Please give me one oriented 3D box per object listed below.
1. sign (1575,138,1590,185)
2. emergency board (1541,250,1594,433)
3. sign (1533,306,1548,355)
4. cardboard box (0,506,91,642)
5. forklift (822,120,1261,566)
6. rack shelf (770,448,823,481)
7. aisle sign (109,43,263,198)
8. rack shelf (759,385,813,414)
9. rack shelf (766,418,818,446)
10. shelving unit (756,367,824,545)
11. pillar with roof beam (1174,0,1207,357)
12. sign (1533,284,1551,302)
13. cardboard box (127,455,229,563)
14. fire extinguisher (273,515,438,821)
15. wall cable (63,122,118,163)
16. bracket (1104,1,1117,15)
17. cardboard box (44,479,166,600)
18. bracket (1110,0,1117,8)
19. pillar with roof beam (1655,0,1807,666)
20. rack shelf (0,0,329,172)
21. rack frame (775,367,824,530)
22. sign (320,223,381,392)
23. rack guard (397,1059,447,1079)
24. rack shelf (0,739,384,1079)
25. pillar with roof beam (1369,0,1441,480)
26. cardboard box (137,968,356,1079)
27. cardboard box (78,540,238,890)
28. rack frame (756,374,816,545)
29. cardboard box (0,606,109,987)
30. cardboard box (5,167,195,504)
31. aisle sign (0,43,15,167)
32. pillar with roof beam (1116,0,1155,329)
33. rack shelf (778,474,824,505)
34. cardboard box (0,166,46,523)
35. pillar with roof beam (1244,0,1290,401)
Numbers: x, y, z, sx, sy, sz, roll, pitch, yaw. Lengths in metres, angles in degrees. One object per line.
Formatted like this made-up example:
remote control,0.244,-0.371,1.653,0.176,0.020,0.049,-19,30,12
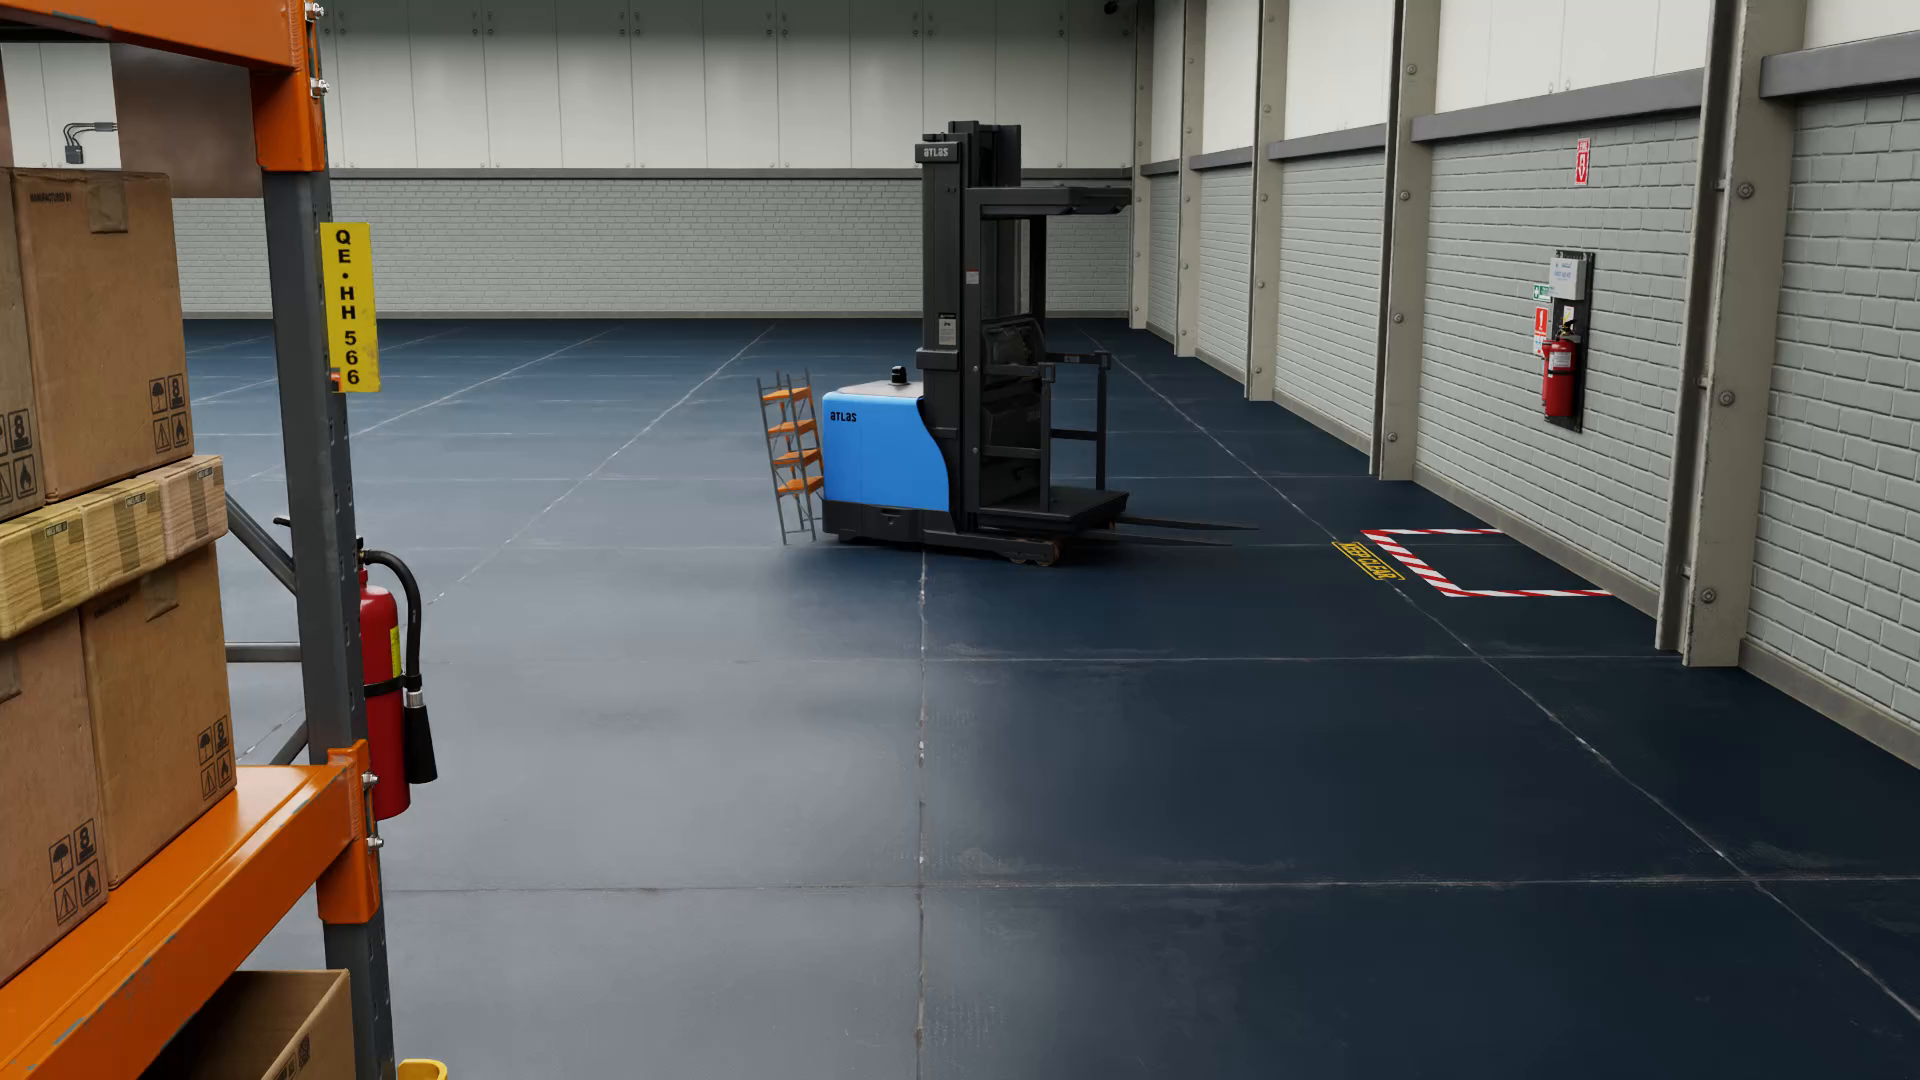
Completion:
sign,4.070,-2.473,10.873,0.001,0.298,0.199,0,11,-1
emergency board,3.970,-1.335,11.094,0.194,1.169,0.643,0,11,-1
sign,4.062,-1.463,11.634,0.001,0.329,0.234,0,11,-1
cardboard box,-1.514,0.046,2.405,0.380,0.149,0.250,0,11,-2
forklift,0.556,-1.381,11.492,3.031,2.935,1.130,6,13,26
rack shelf,-1.176,-0.547,11.998,0.258,0.148,0.480,-6,10,11
aisle sign,-1.432,-1.053,3.169,0.394,0.787,0.004,0,11,-1
rack shelf,-1.241,-0.995,11.919,0.258,0.148,0.480,-6,10,11
rack shelf,-1.207,-0.765,11.960,0.258,0.148,0.480,-6,10,11
shelving unit,-1.185,-0.612,11.986,0.258,1.200,0.503,-6,10,11
pillar with roof beam,-0.693,-7.344,25.625,9.100,9.000,0.400,0,11,-1
sign,4.053,-1.721,11.577,0.001,0.109,0.331,0,11,-1
cardboard box,-1.526,-0.057,2.912,0.380,0.149,0.250,0,11,-2
fire extinguisher,-1.263,0.247,3.490,0.296,0.674,0.183,0,11,-1
wall cable,-17.253,-10.718,33.705,2.305,6.003,0.169,0,11,-1
bracket,3.075,-10.870,33.955,0.235,0.232,0.430,0,11,-1
cardboard box,-1.519,-0.005,2.656,0.380,0.149,0.250,0,11,0
bracket,3.087,-10.753,33.376,0.076,0.066,3.189,0,11,-1
pillar with roof beam,-0.321,-3.766,7.988,9.100,9.000,0.400,0,11,-1
rack shelf,-1.683,-0.485,1.171,1.077,0.370,4.000,0,11,-1
rack frame,-1.144,-0.660,12.222,0.240,1.200,0.015,-6,10,11
sign,-1.182,-0.448,3.216,0.100,0.325,0.005,0,11,-1
rack guard,-1.725,1.455,3.629,1.175,0.500,0.348,0,11,-1
rack shelf,-1.683,0.985,1.469,1.077,0.370,4.000,0,11,-1
pillar with roof beam,-0.445,-4.958,13.867,9.100,9.000,0.400,0,11,-1
cardboard box,-1.416,1.114,2.995,0.500,0.500,0.500,0,11,-1
cardboard box,-1.728,0.279,2.889,0.700,0.500,0.500,0,11,-1
rack frame,-1.227,-0.565,11.751,0.240,1.200,0.015,-6,10,11
cardboard box,-1.712,0.383,2.375,0.700,0.500,0.500,0,11,0
cardboard box,-1.727,-0.347,2.709,0.700,0.500,0.500,0,11,-1
aisle sign,-2.032,-1.051,3.157,0.394,0.787,0.004,0,11,-1
pillar with roof beam,-0.817,-8.537,31.504,9.100,9.000,0.548,0,11,-1
rack shelf,-1.147,-0.353,12.032,0.258,0.148,0.480,-6,10,11
cardboard box,-1.710,-0.242,2.193,0.700,0.500,0.500,-1,11,-3
pillar with roof beam,-0.569,-6.151,19.746,9.100,9.000,0.400,0,11,-1
